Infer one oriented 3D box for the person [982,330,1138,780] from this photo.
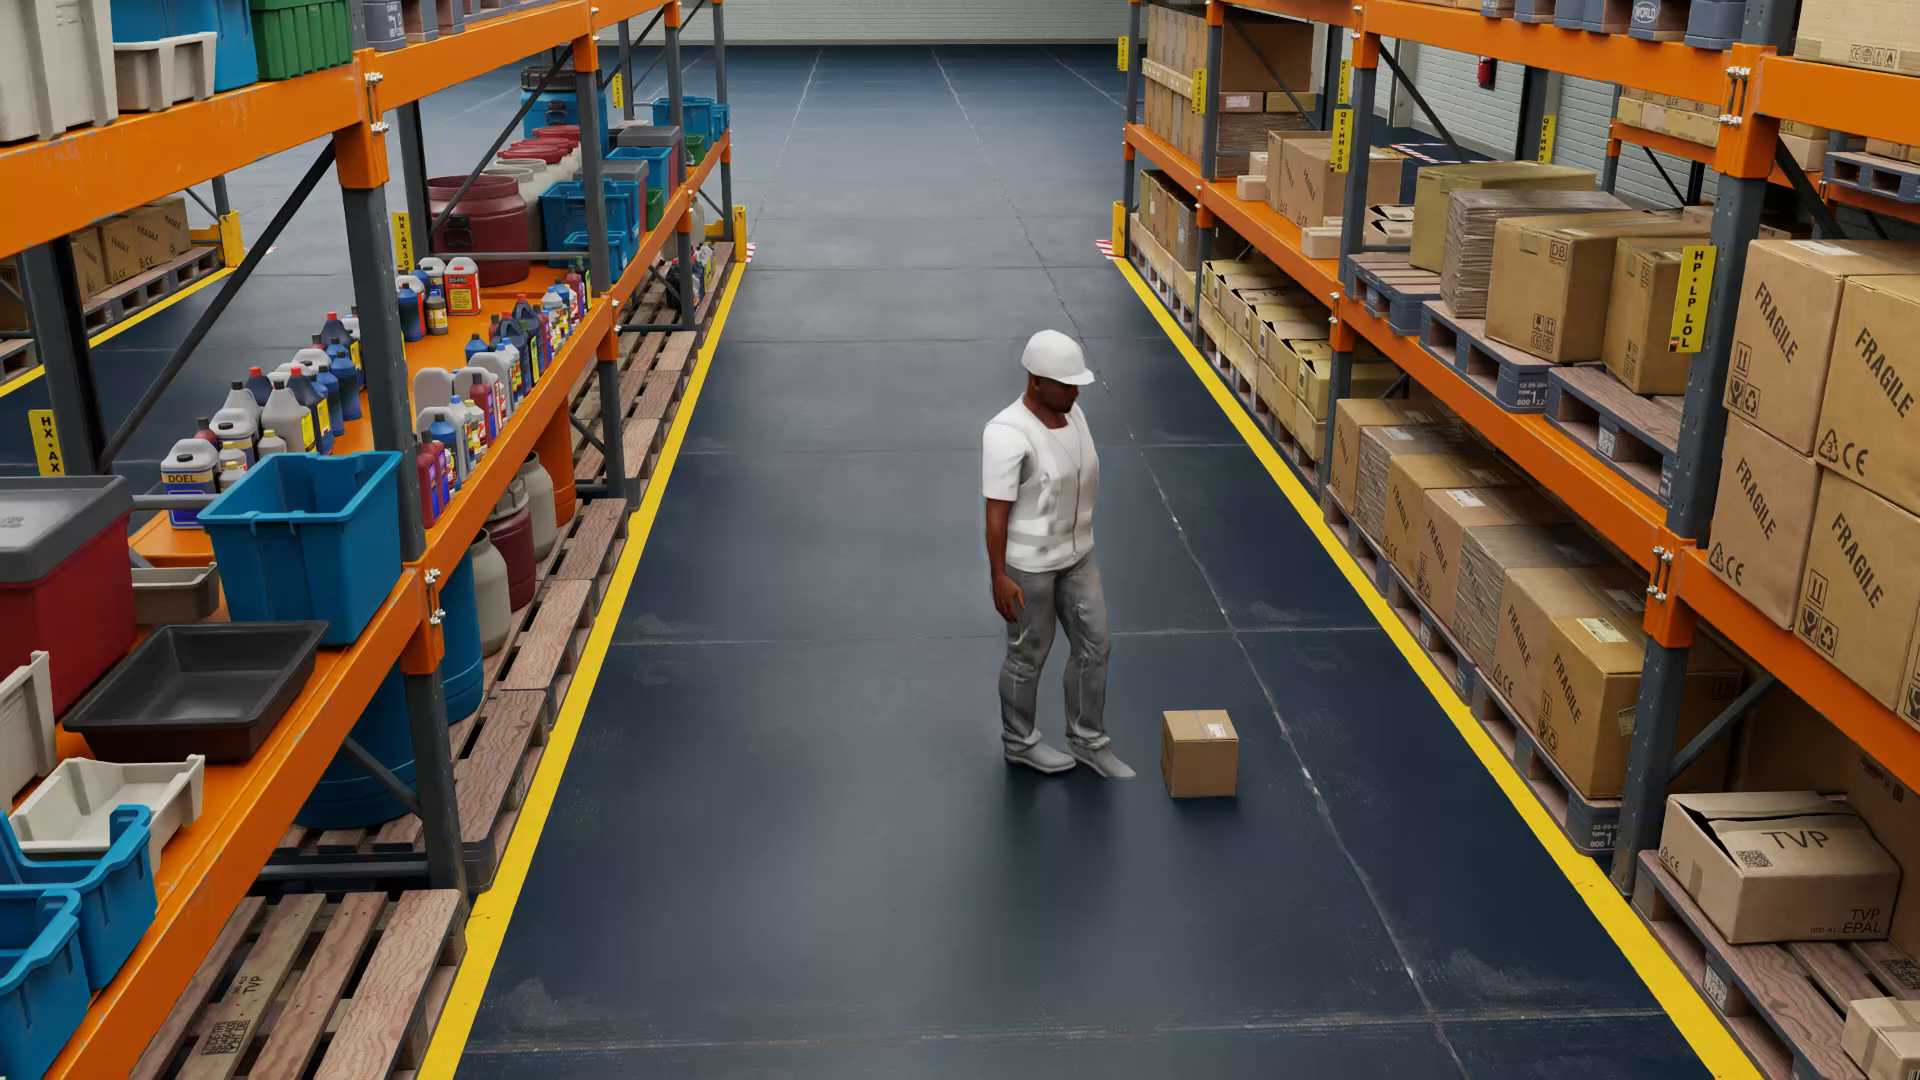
[{"bbox_3d":[0.378,0.107,6.283,0.523,1.812,0.589,17,26,39],"label":"person"}]
